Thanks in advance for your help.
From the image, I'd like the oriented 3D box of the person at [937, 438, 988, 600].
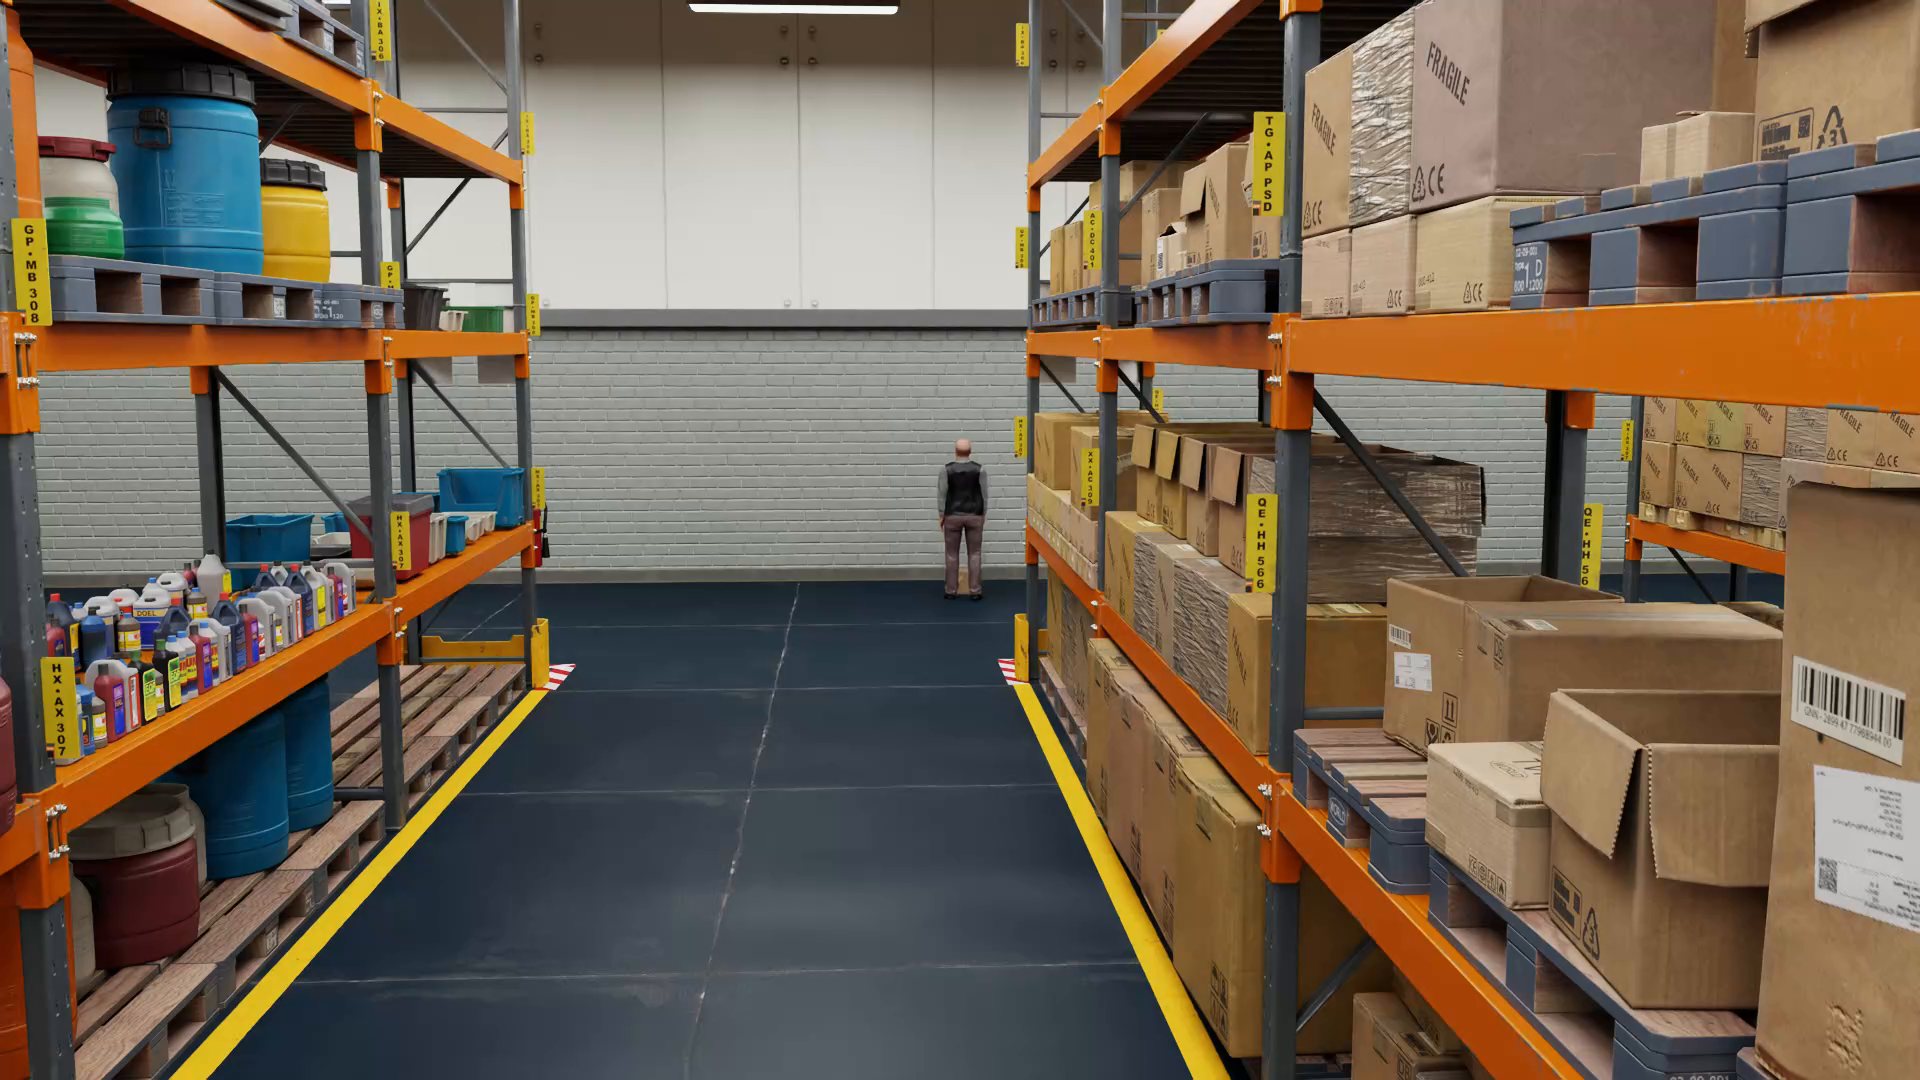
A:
[{"bbox_3d":[0.025,-0.219,17.714,0.545,1.734,0.405,0,7,-2],"label":"person"}]
